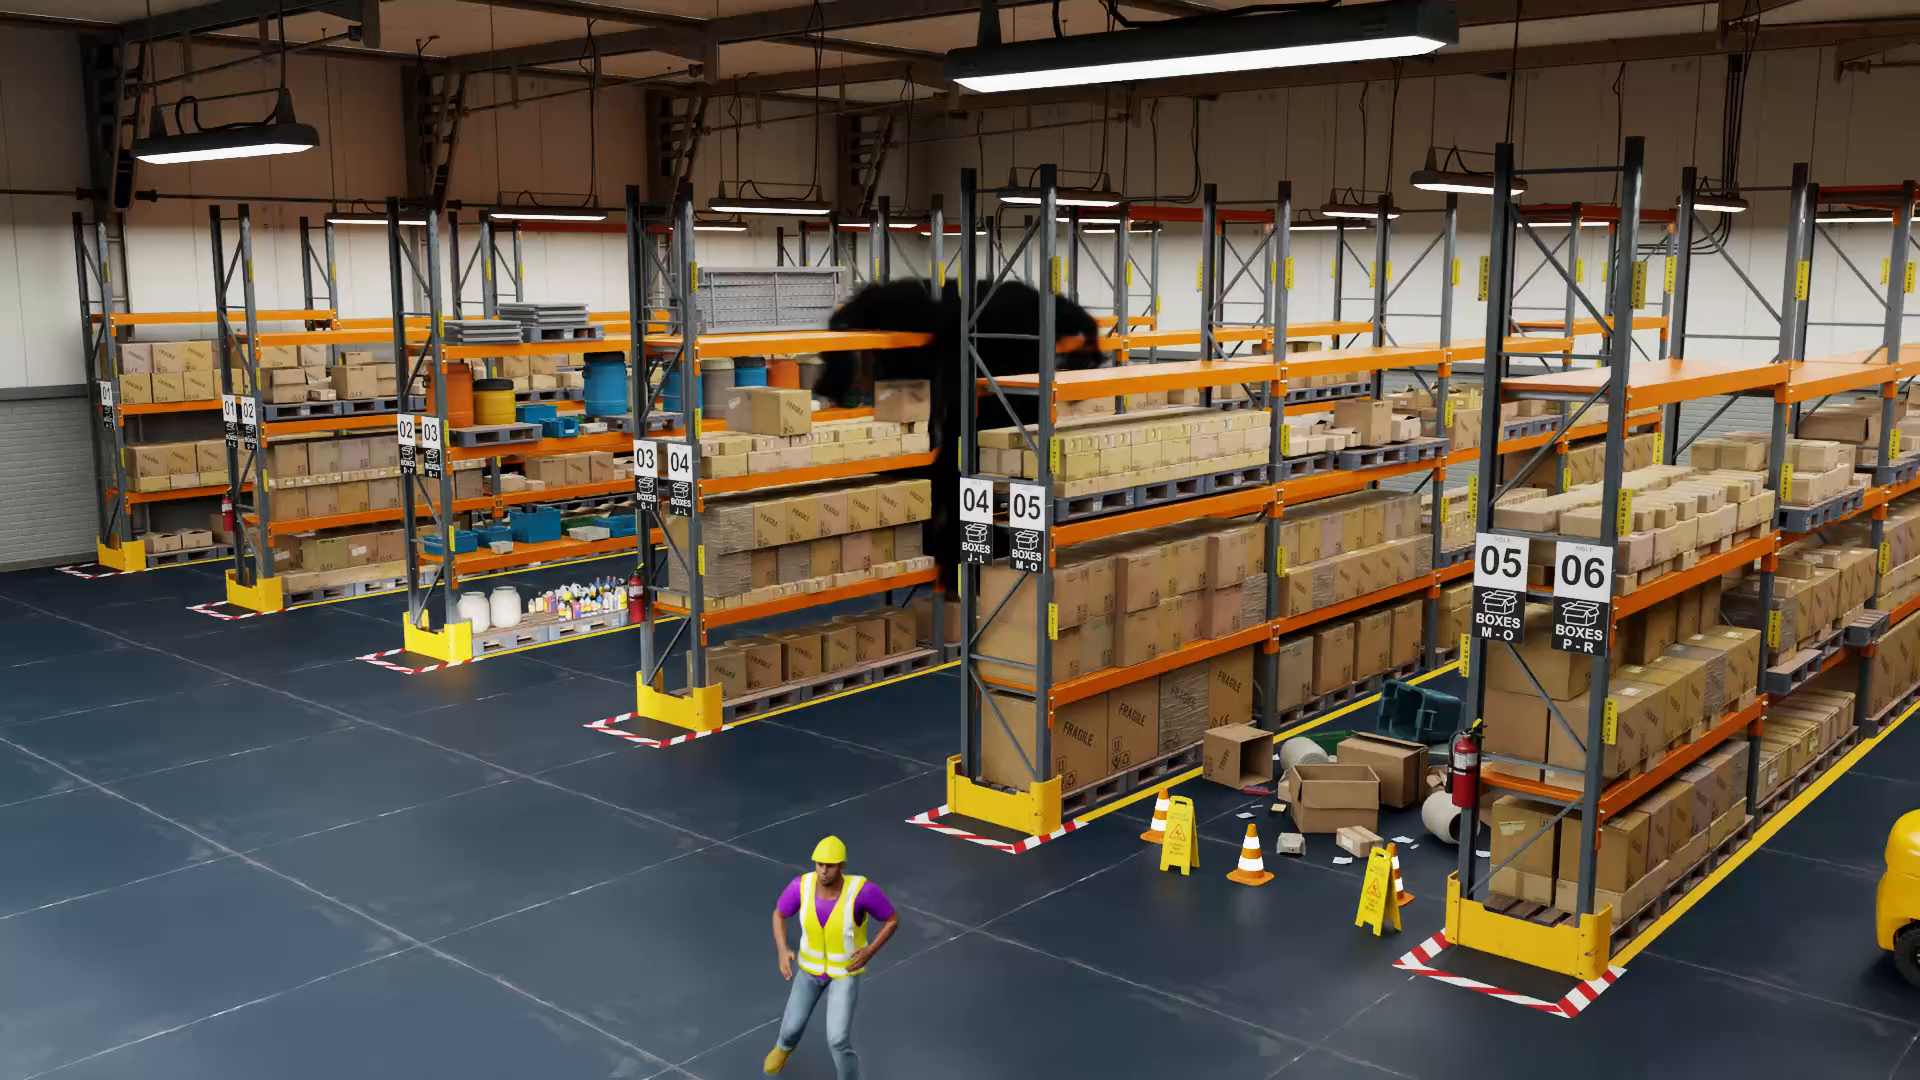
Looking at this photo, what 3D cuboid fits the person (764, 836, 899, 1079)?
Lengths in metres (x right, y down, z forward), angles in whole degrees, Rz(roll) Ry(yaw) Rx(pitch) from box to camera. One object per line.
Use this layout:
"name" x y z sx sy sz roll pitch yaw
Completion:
"person" -0.836 2.654 10.245 0.915 1.761 0.744 2 10 10
